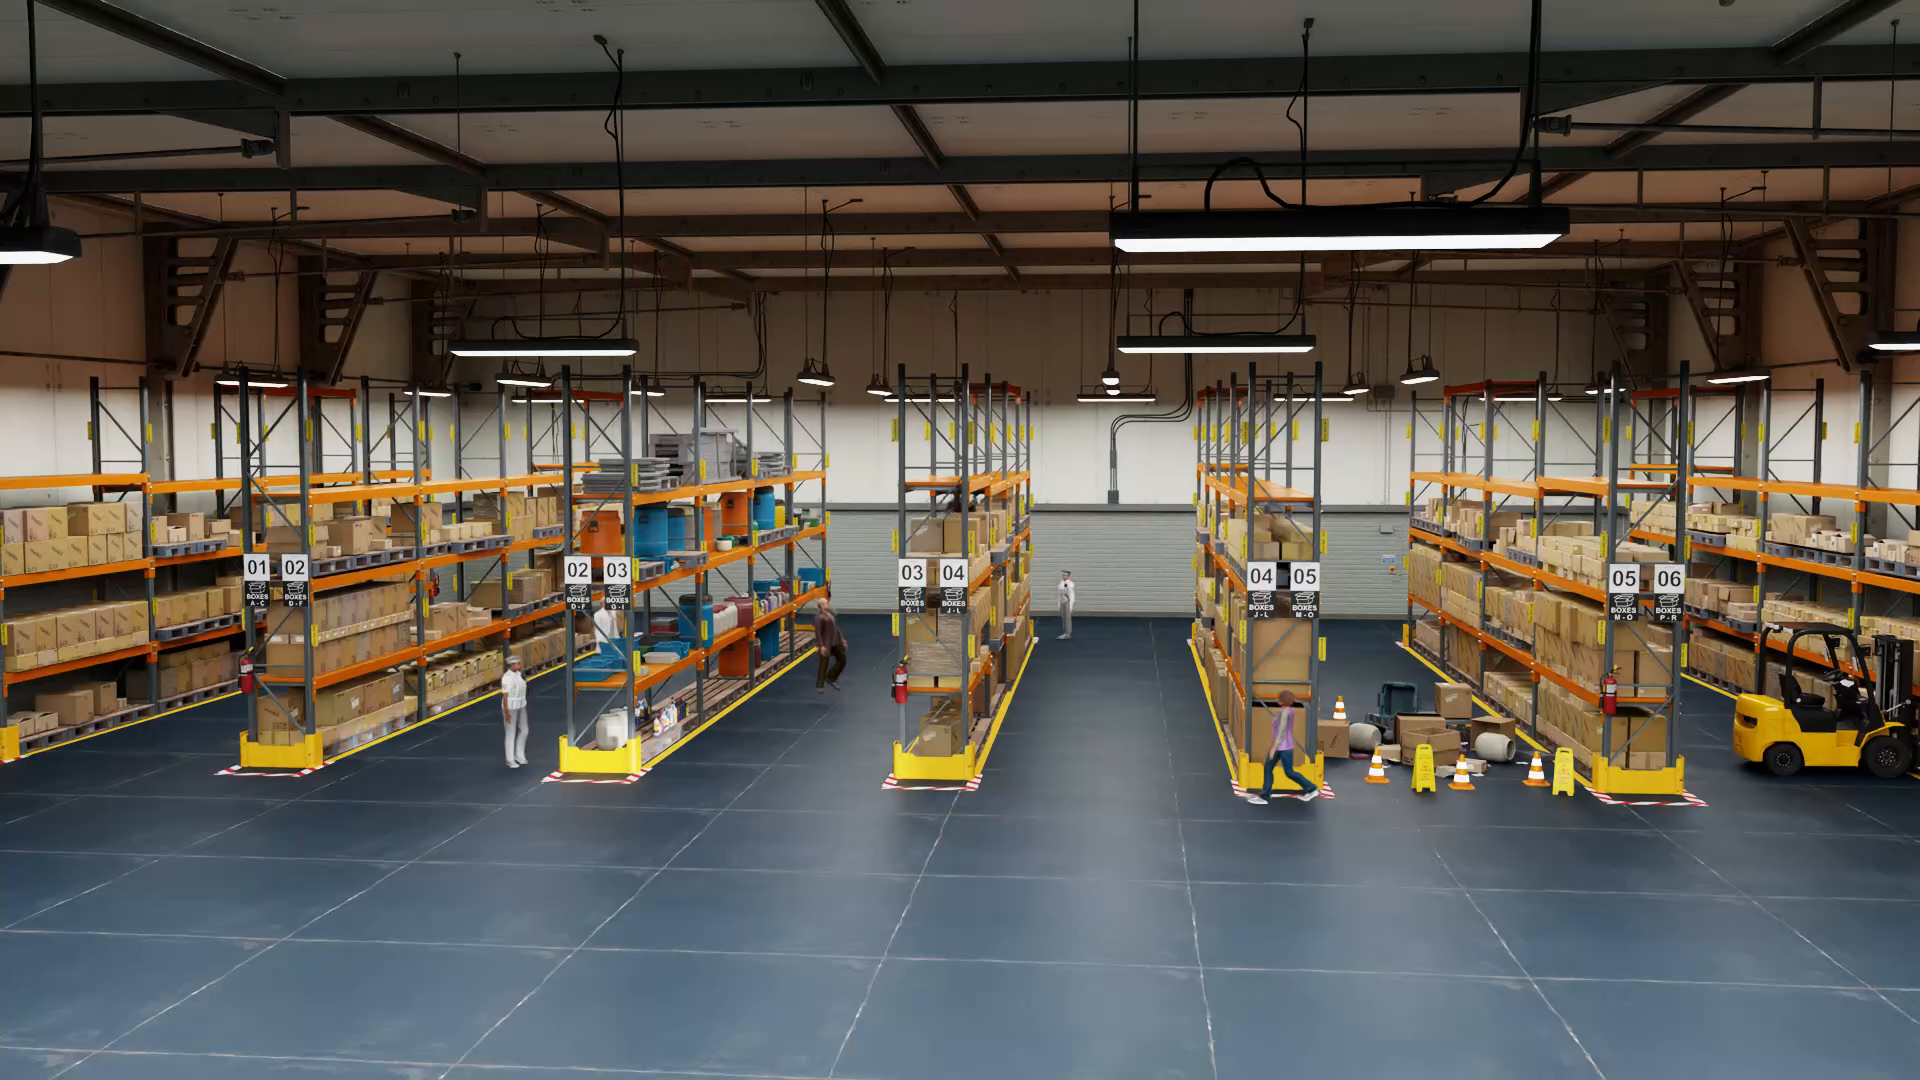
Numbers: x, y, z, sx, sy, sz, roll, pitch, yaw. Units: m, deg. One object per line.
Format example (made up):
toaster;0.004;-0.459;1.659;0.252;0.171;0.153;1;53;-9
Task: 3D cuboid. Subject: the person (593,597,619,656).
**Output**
person;-6.971;2.017;32.860;0.593;1.784;0.535;-2;4;-31

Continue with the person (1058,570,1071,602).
person;2.551;1.116;40.407;0.314;0.801;0.339;-3;4;-35

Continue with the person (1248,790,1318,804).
person;4.335;3.429;22.372;0.885;0.259;0.318;-1;4;-8

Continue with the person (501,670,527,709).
person;-6.730;2.238;25.062;0.351;0.589;0.463;1;4;22
